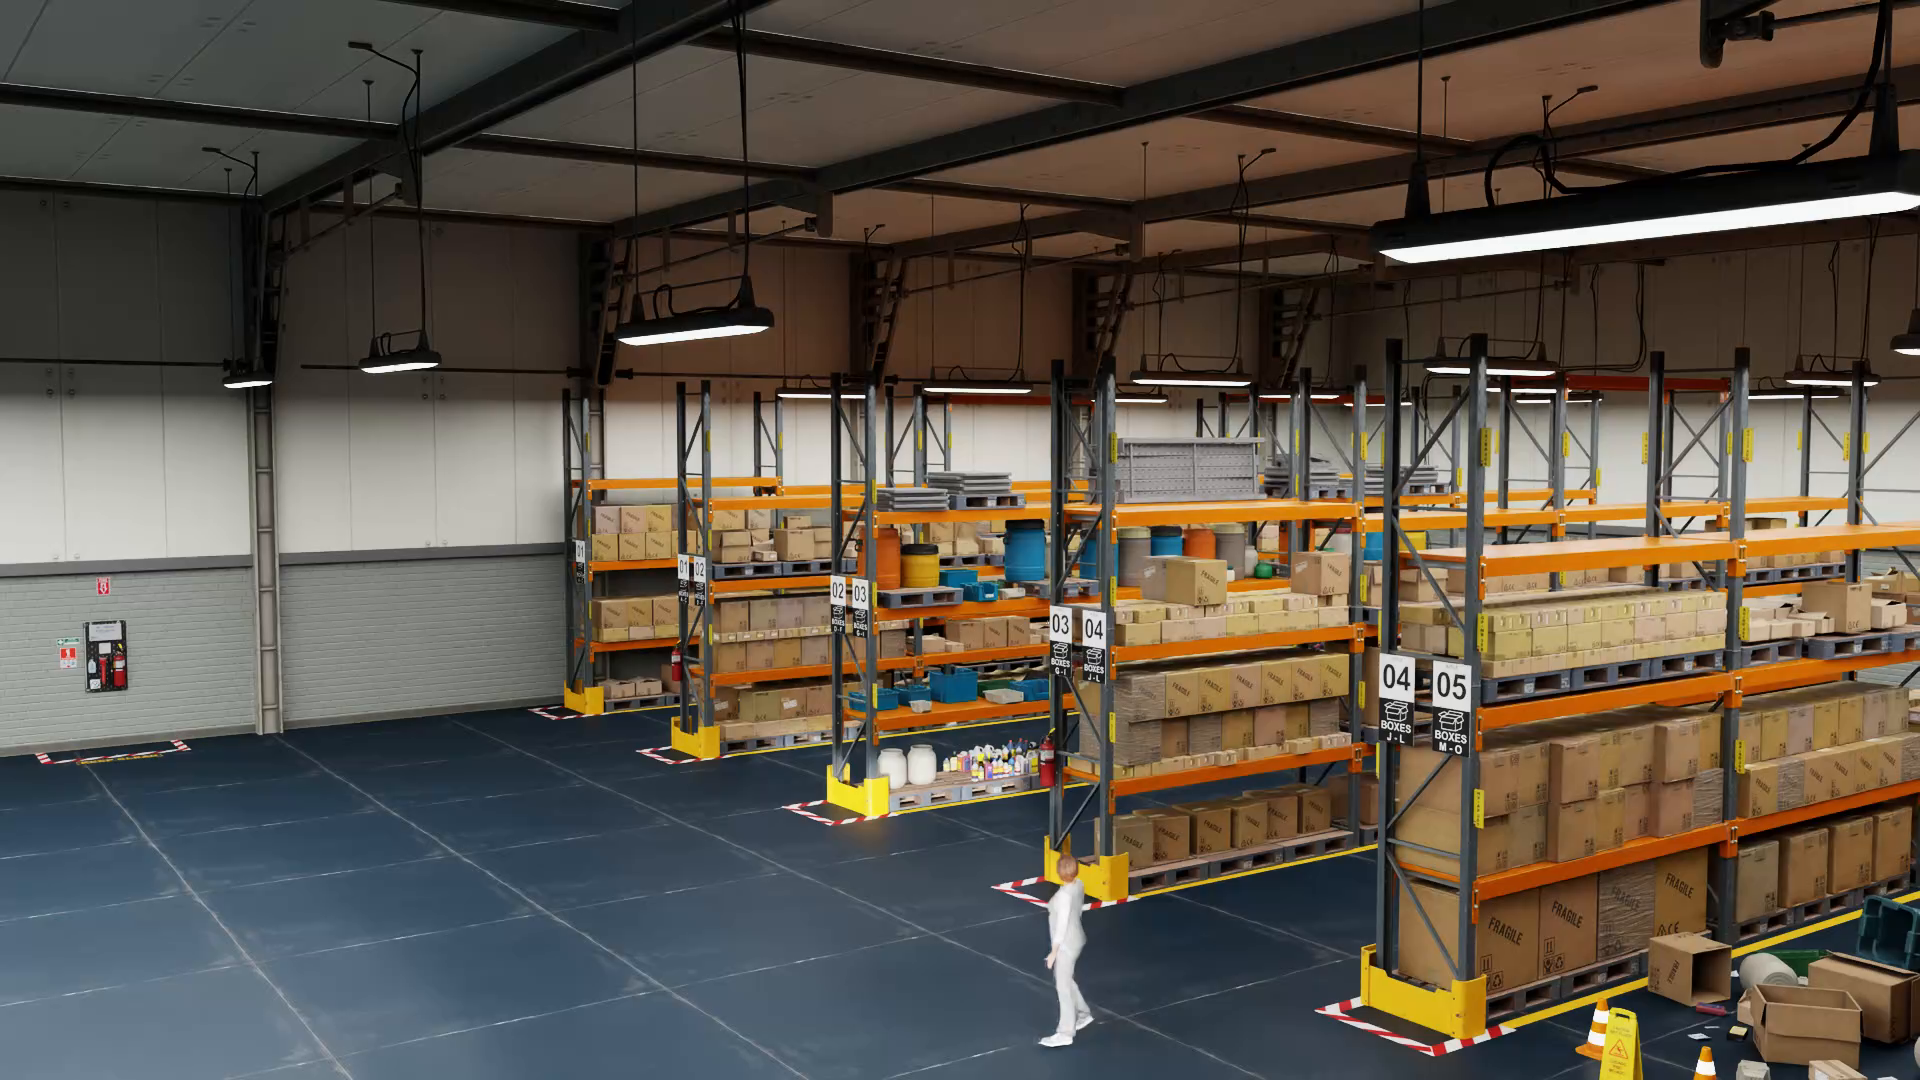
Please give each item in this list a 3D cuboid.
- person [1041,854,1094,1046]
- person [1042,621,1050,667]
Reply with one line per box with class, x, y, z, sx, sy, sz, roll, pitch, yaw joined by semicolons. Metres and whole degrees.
person;0.920;3.451;14.105;0.399;1.601;0.508;1;4;14
person;1.844;2.164;33.246;1.028;1.654;0.630;-2;4;-34
